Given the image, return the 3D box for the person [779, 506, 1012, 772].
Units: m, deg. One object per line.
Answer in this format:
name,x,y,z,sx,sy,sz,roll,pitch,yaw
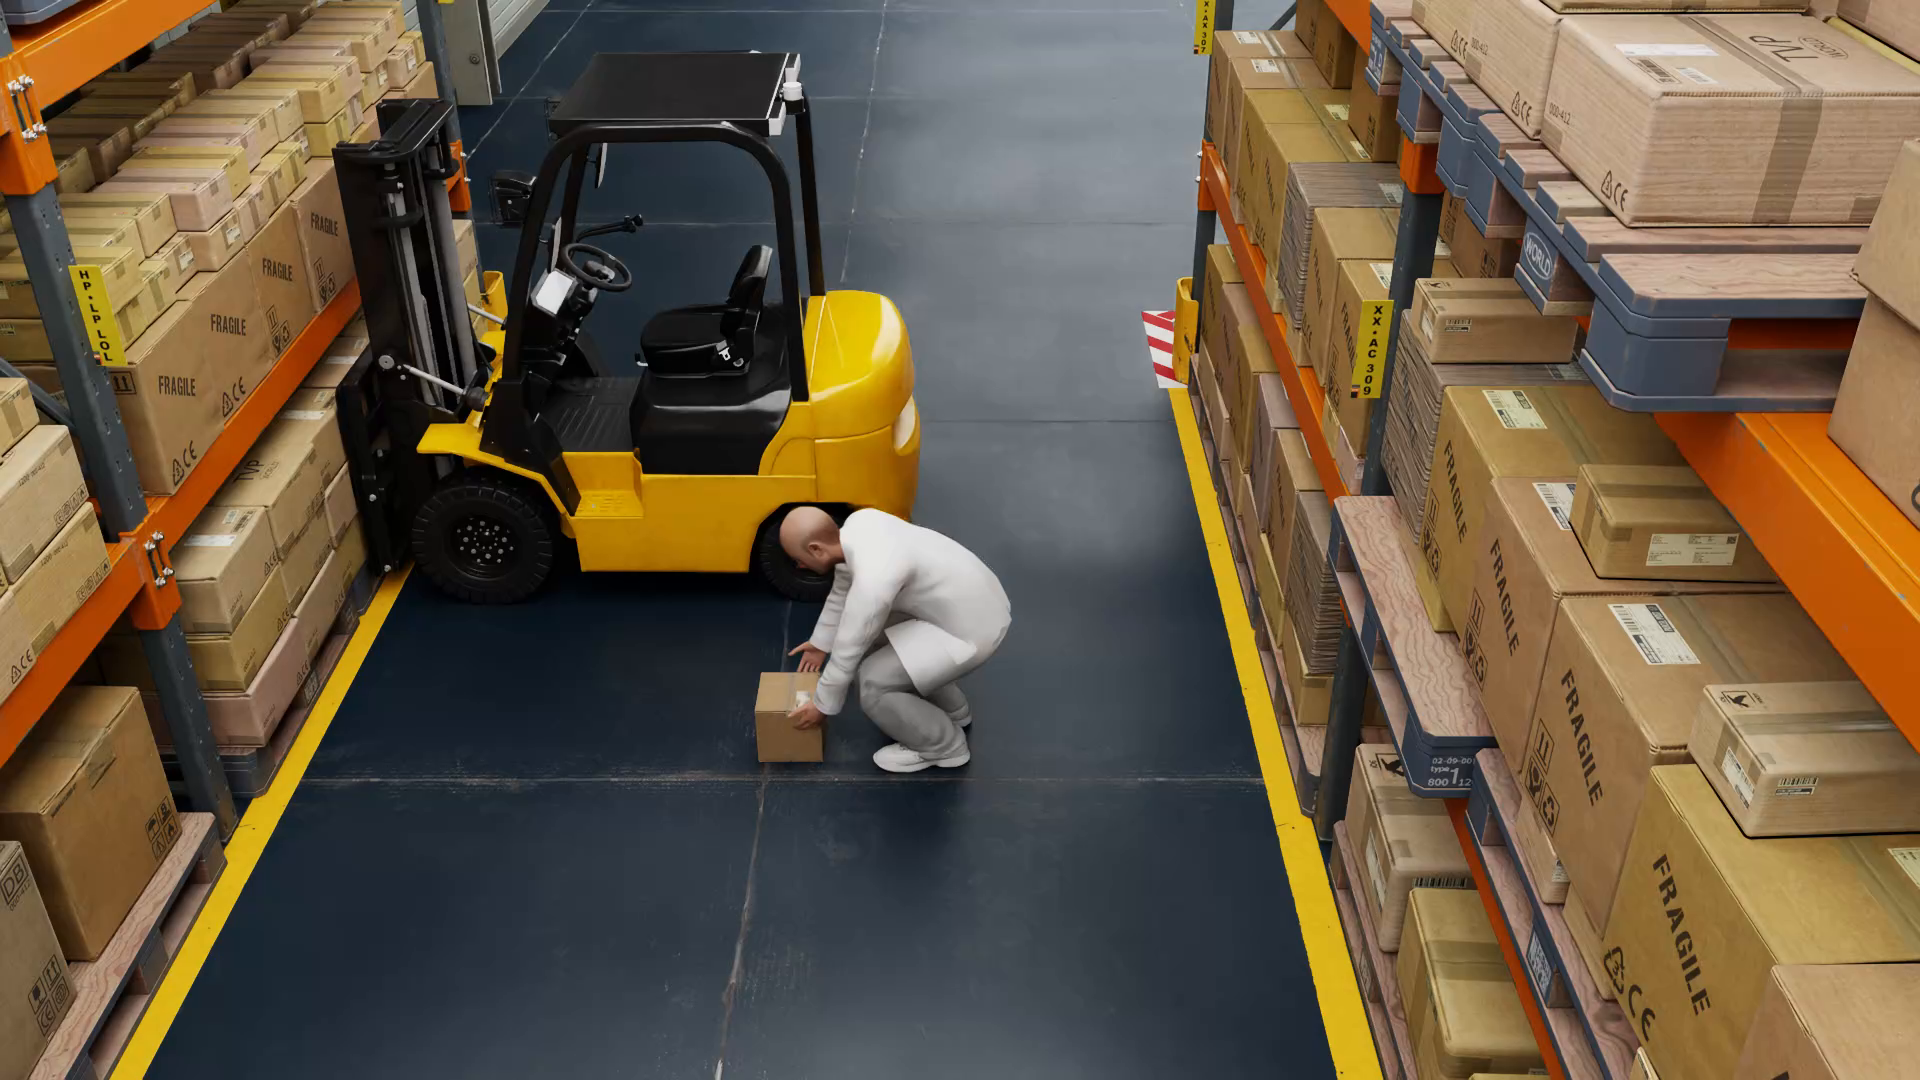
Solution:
person,-0.241,0.338,6.246,0.865,1.099,0.616,0,31,0
